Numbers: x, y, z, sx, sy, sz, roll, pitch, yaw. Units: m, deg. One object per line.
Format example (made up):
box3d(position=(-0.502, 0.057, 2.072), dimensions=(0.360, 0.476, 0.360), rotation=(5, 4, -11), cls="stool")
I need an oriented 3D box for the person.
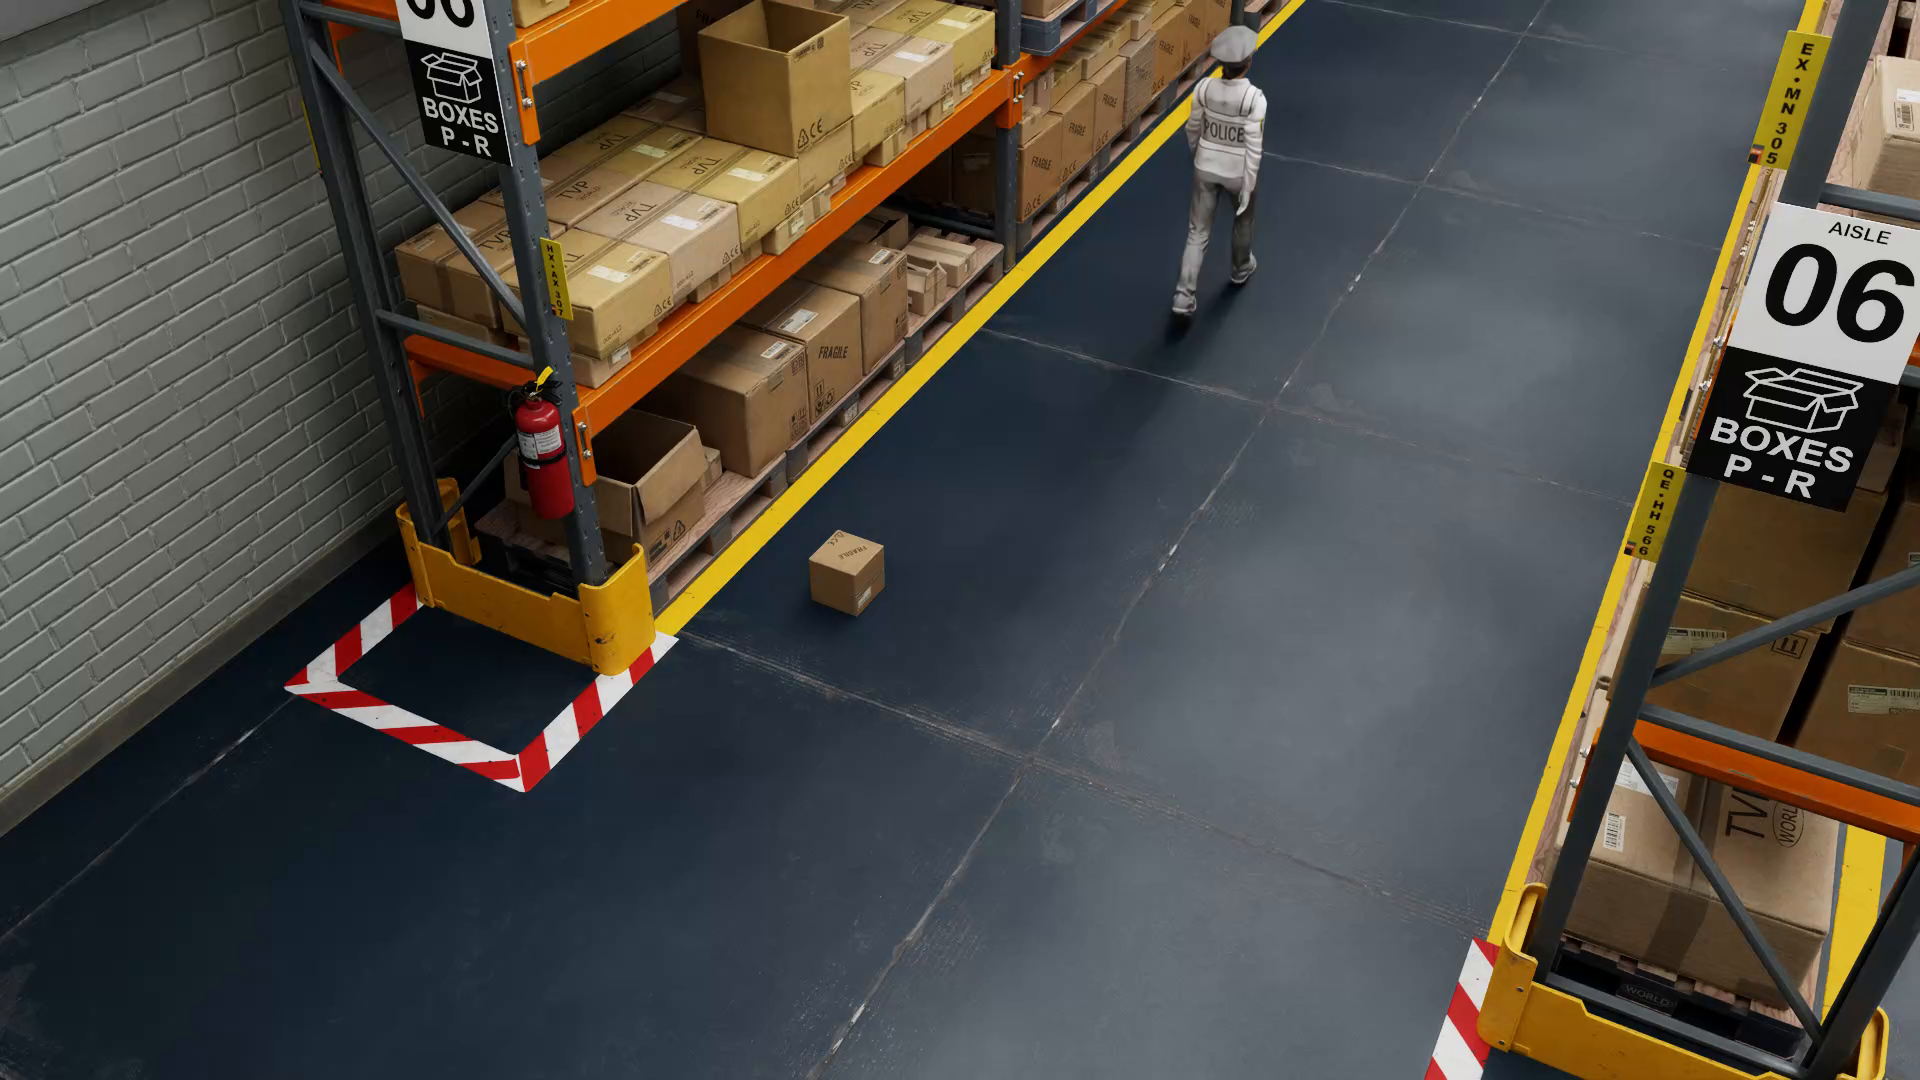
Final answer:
box3d(position=(1.483, -2.103, 9.389), dimensions=(0.481, 1.643, 0.957), rotation=(16, 41, 19), cls="person")
